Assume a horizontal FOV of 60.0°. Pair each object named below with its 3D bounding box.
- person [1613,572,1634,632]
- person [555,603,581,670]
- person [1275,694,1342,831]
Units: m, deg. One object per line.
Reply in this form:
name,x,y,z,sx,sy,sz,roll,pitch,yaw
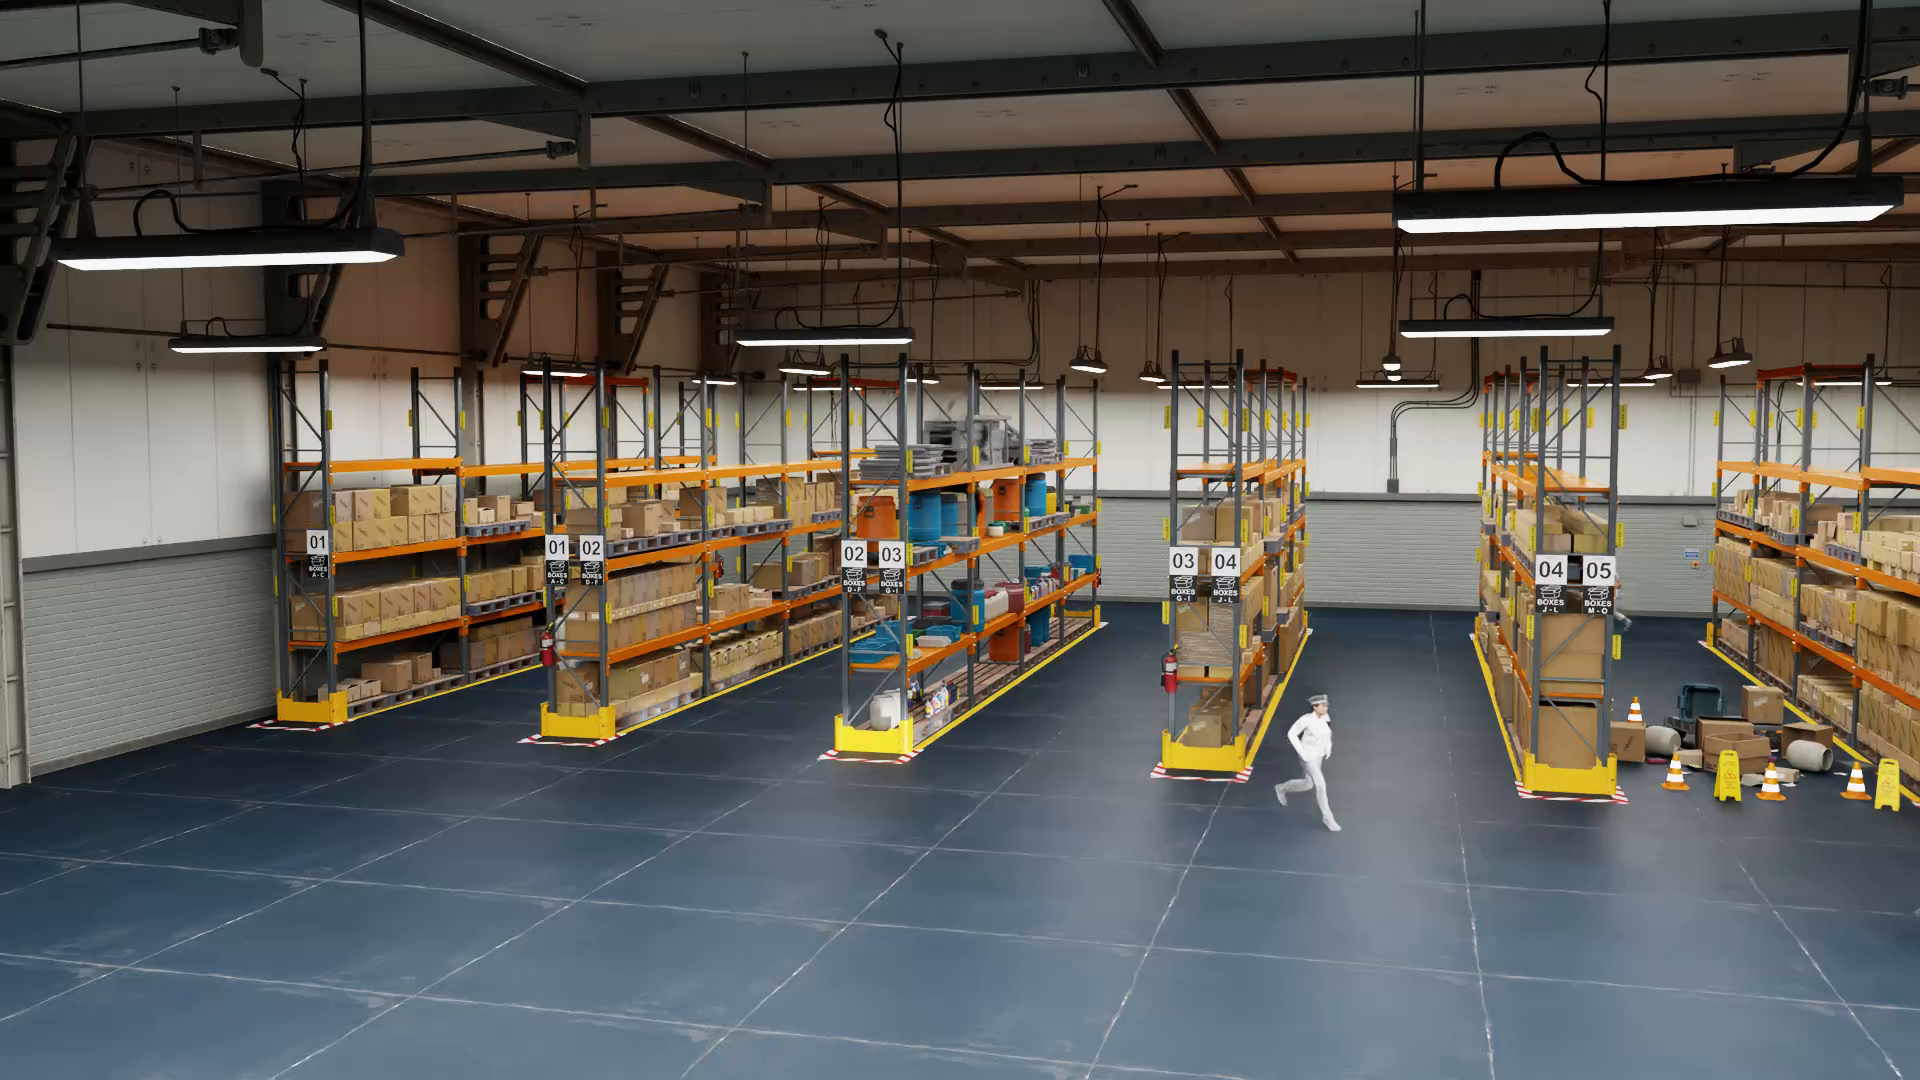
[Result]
person,15.117,1.340,38.520,0.989,1.790,0.670,1,4,15
person,-6.993,1.993,29.636,0.698,1.733,0.634,0,4,2
person,4.312,2.708,20.632,0.618,1.682,1.022,-4,5,-41
